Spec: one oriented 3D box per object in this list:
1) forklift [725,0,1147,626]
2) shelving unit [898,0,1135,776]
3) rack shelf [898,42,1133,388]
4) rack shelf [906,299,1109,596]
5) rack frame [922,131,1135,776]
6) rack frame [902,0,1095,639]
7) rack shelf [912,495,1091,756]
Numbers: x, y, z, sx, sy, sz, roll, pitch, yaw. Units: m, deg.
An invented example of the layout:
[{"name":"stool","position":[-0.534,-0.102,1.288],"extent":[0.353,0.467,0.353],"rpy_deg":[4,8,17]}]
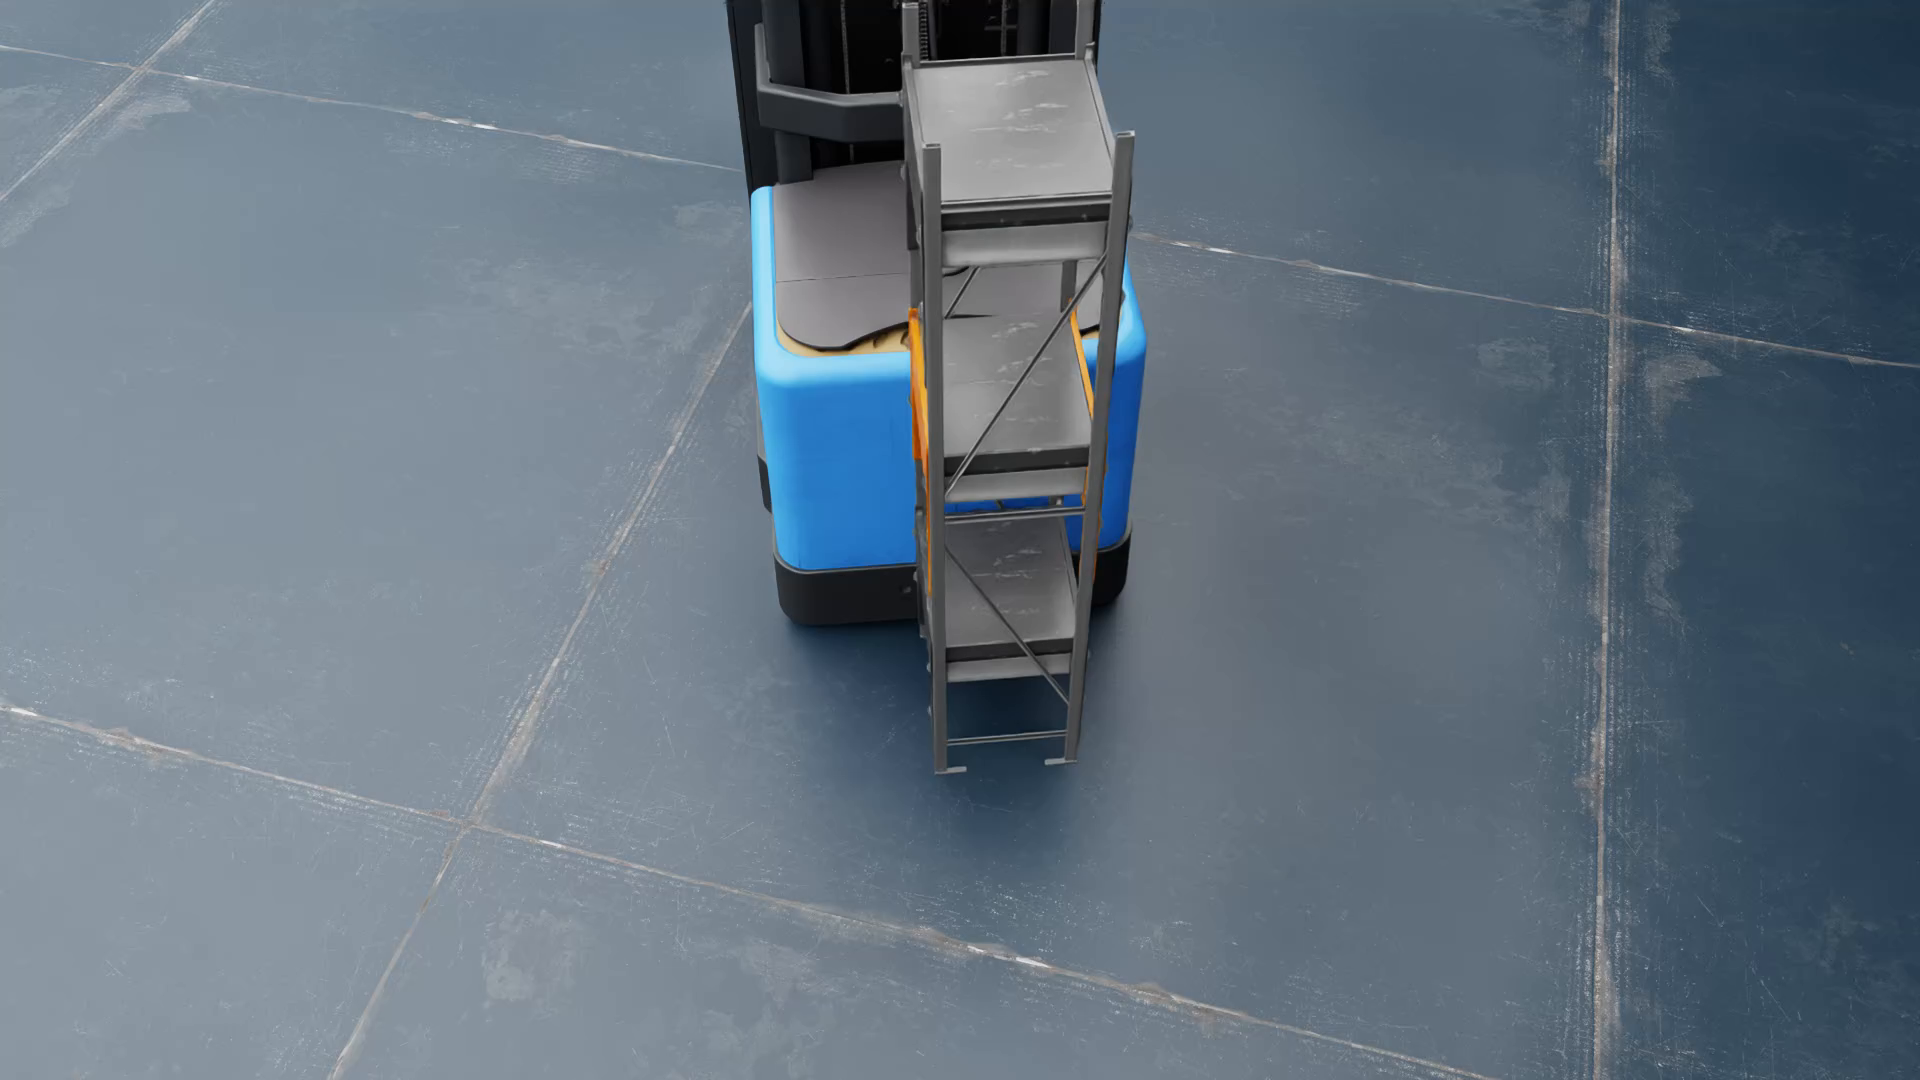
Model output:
[{"name":"forklift","position":[-0.157,-1.829,4.909],"extent":[1.130,2.935,3.031],"rpy_deg":[-4,49,-4]},{"name":"shelving unit","position":[0.104,-0.236,4.058],"extent":[0.431,2.100,0.503],"rpy_deg":[-4,49,-4]},{"name":"rack shelf","position":[0.104,-0.690,3.543],"extent":[0.431,0.518,0.480],"rpy_deg":[-4,49,-4]},{"name":"rack shelf","position":[0.104,-0.227,4.068],"extent":[0.431,0.518,0.480],"rpy_deg":[-4,49,-4]},{"name":"rack frame","position":[0.129,-0.054,3.897],"extent":[0.400,2.100,0.015],"rpy_deg":[-4,49,-4]},{"name":"rack frame","position":[0.080,-0.418,4.218],"extent":[0.400,2.100,0.015],"rpy_deg":[-4,49,-4]},{"name":"rack shelf","position":[0.104,0.236,4.593],"extent":[0.431,0.518,0.480],"rpy_deg":[-4,49,-4]}]
